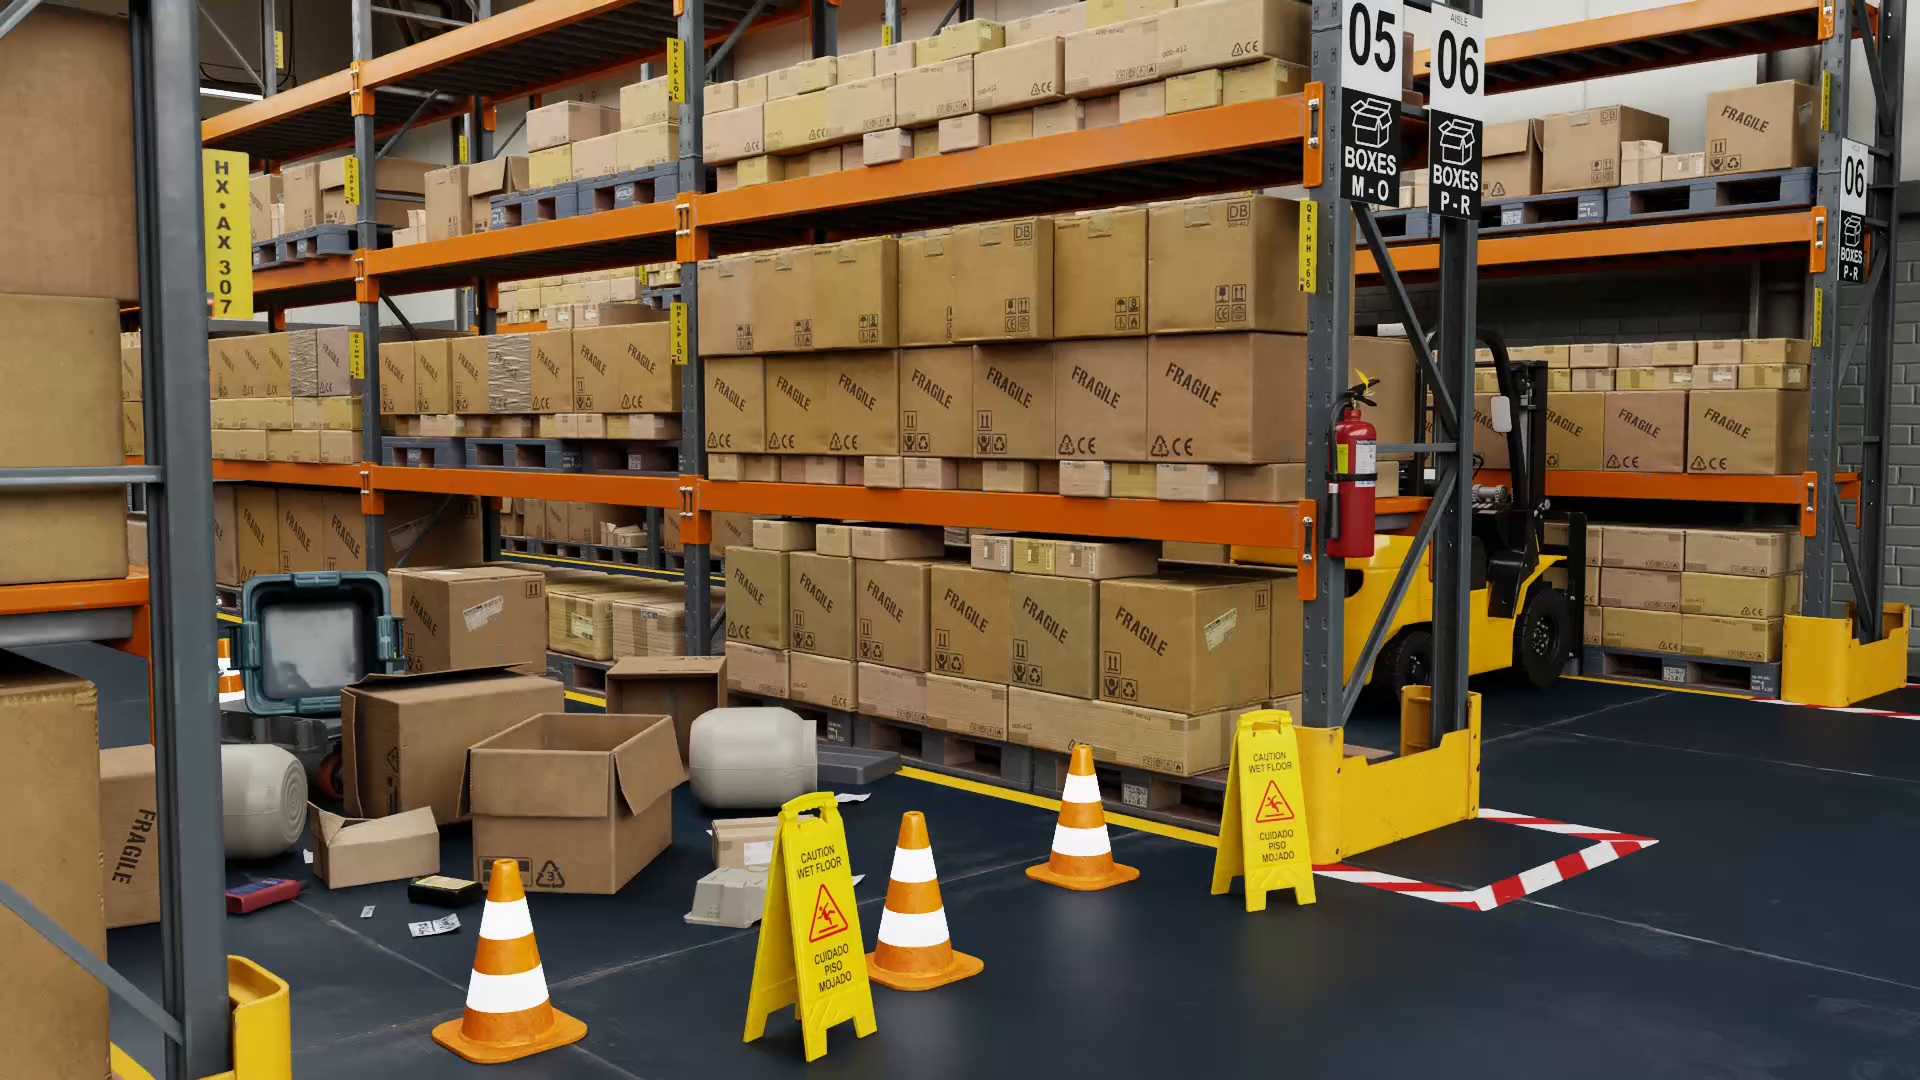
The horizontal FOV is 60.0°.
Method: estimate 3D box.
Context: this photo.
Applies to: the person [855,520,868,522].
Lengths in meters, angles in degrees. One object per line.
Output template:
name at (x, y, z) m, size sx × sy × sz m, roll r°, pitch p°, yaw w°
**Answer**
person at (-0.646, -0.498, 11.847) m, size 0.532 × 0.831 × 0.444 m, roll -4°, pitch 5°, yaw -43°
